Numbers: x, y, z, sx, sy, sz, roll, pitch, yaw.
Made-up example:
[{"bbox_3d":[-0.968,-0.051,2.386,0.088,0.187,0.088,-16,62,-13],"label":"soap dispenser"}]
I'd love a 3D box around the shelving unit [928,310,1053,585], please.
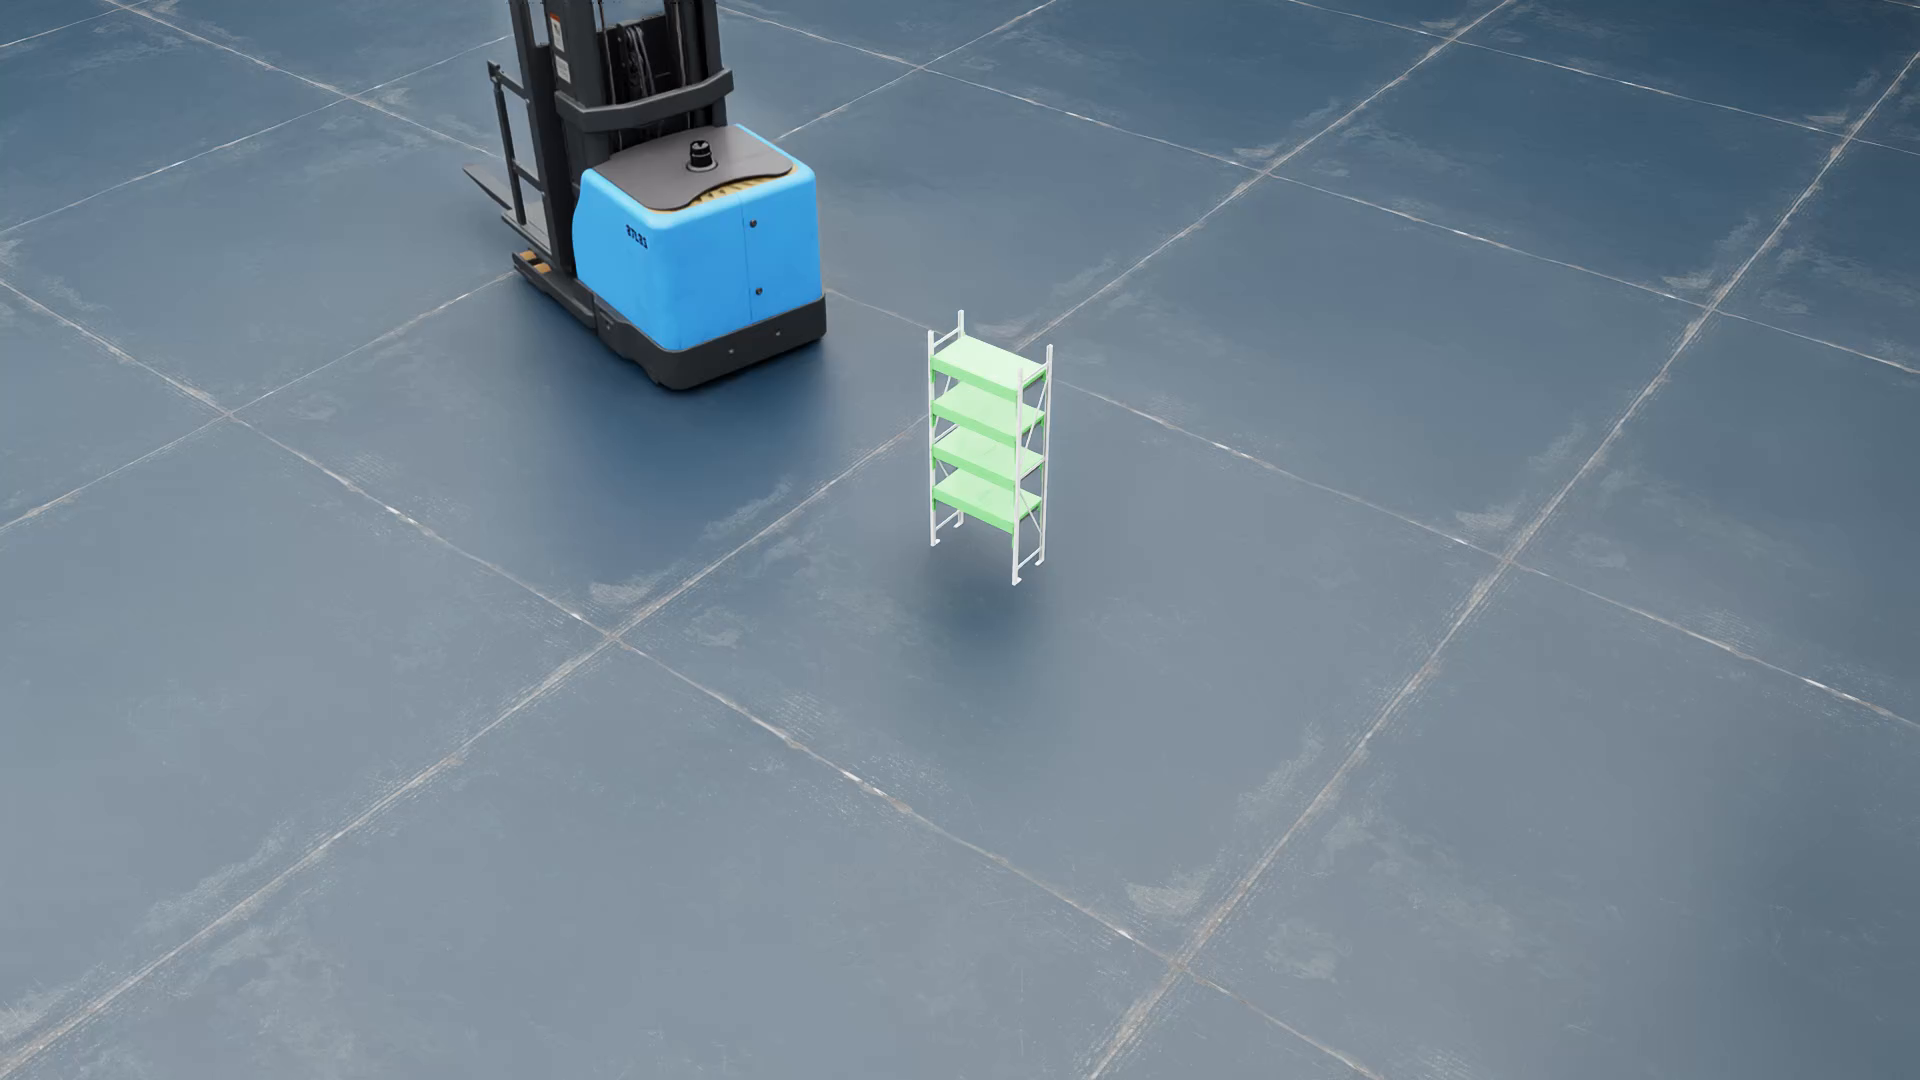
[{"bbox_3d":[0.131,-0.410,7.662,0.503,1.200,0.258,25,45,29],"label":"shelving unit"}]

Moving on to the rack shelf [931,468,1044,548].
[{"bbox_3d":[0.131,-0.171,7.849,0.480,0.148,0.258,25,45,29],"label":"rack shelf"}]

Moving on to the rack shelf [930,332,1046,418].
[{"bbox_3d":[0.131,-0.738,7.405,0.480,0.148,0.258,25,45,29],"label":"rack shelf"}]

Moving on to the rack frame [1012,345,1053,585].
[{"bbox_3d":[0.325,-0.319,7.545,0.015,1.200,0.240,25,45,29],"label":"rack frame"}]

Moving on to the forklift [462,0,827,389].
[{"bbox_3d":[-2.065,-2.823,9.339,1.130,2.935,3.031,-26,45,-29],"label":"forklift"}]

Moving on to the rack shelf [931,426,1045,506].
[{"bbox_3d":[0.131,-0.360,7.701,0.480,0.148,0.258,25,45,29],"label":"rack shelf"}]

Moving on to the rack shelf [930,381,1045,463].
[{"bbox_3d":[0.131,-0.549,7.553,0.480,0.148,0.258,25,45,29],"label":"rack shelf"}]

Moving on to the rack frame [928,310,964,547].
[{"bbox_3d":[-0.062,-0.502,7.778,0.015,1.200,0.240,25,45,29],"label":"rack frame"}]
